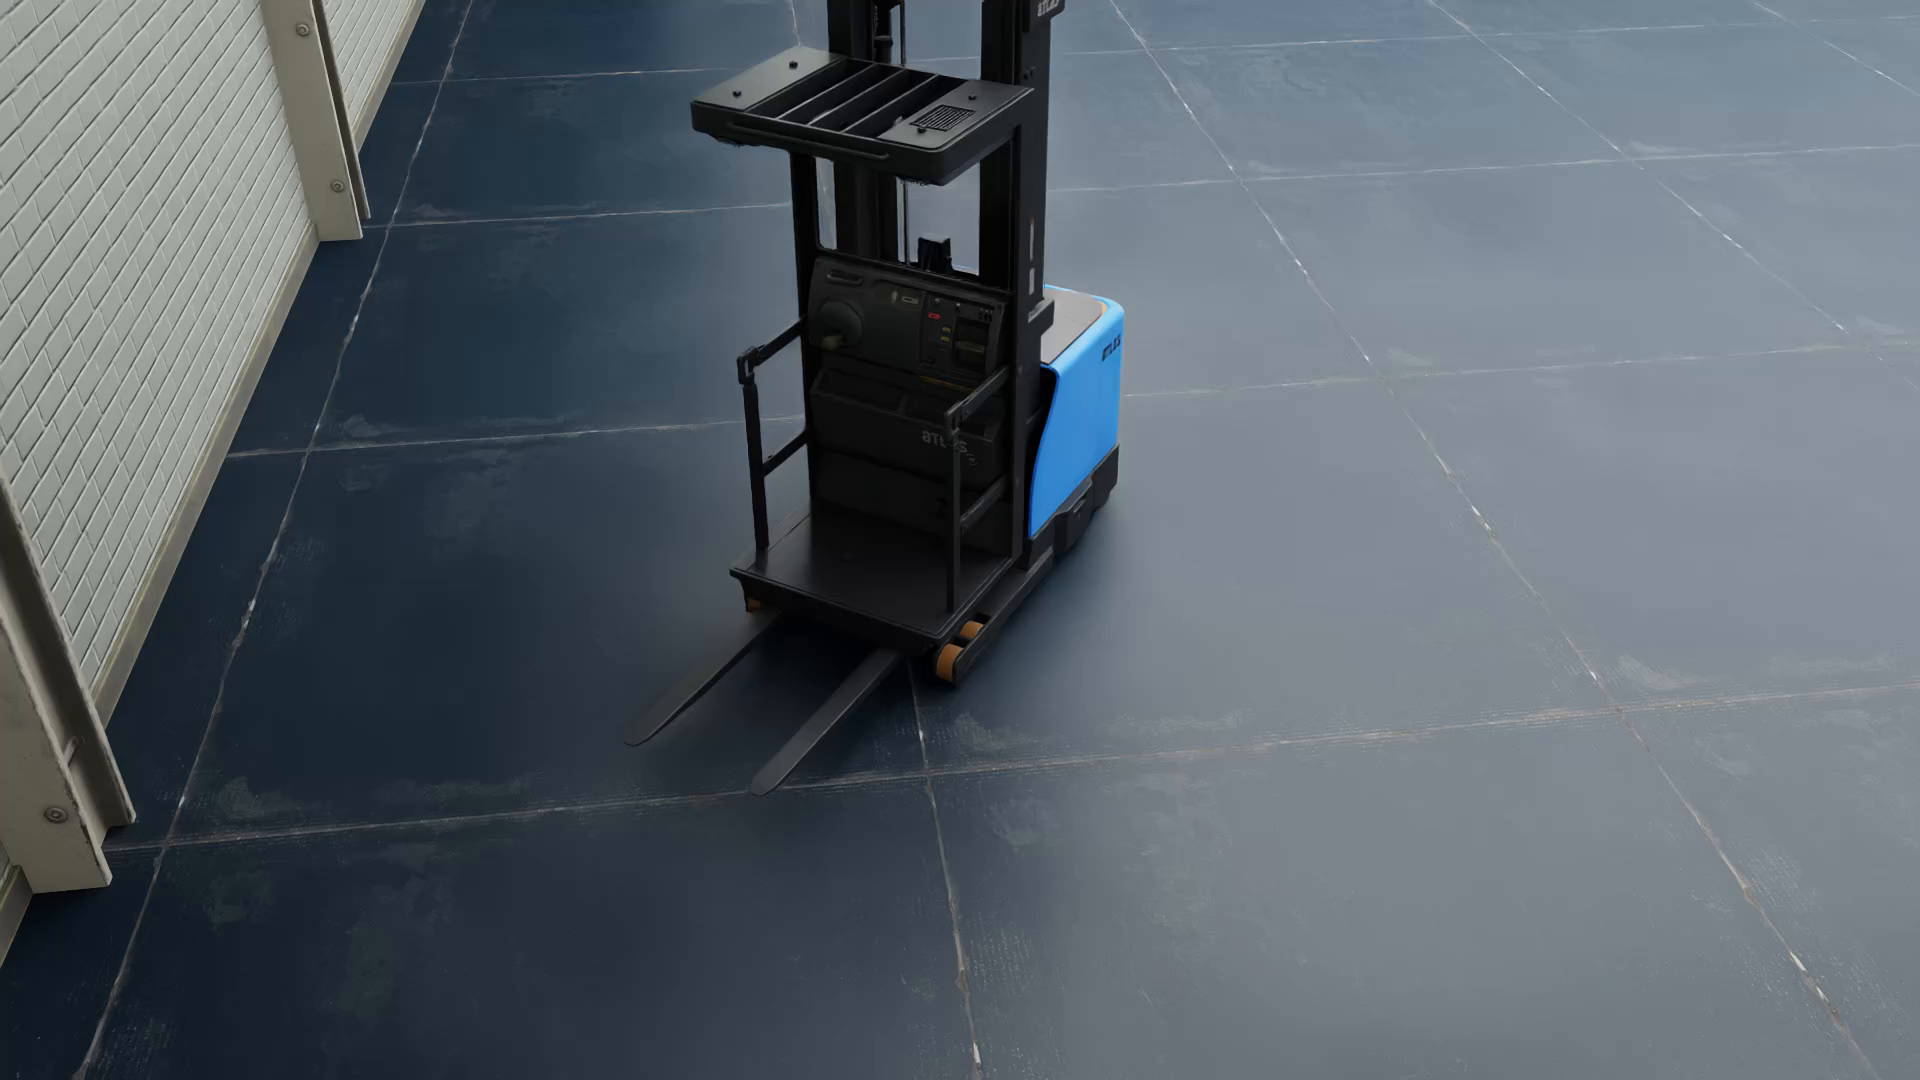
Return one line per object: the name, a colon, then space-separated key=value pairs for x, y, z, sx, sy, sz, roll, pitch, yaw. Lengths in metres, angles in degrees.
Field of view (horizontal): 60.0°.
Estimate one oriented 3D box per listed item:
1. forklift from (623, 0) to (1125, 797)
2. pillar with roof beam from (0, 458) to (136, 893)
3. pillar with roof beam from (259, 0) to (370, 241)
forklift: x=-0.337 y=-0.877 z=6.935 sx=1.130 sy=2.935 sz=3.031 roll=17 pitch=38 yaw=23
pillar with roof beam: x=0.851 y=-2.828 z=4.409 sx=9.100 sy=9.000 sz=0.400 roll=-4 pitch=35 yaw=-6
pillar with roof beam: x=0.044 y=-6.176 z=9.322 sx=9.100 sy=9.000 sz=0.400 roll=-4 pitch=35 yaw=-6
